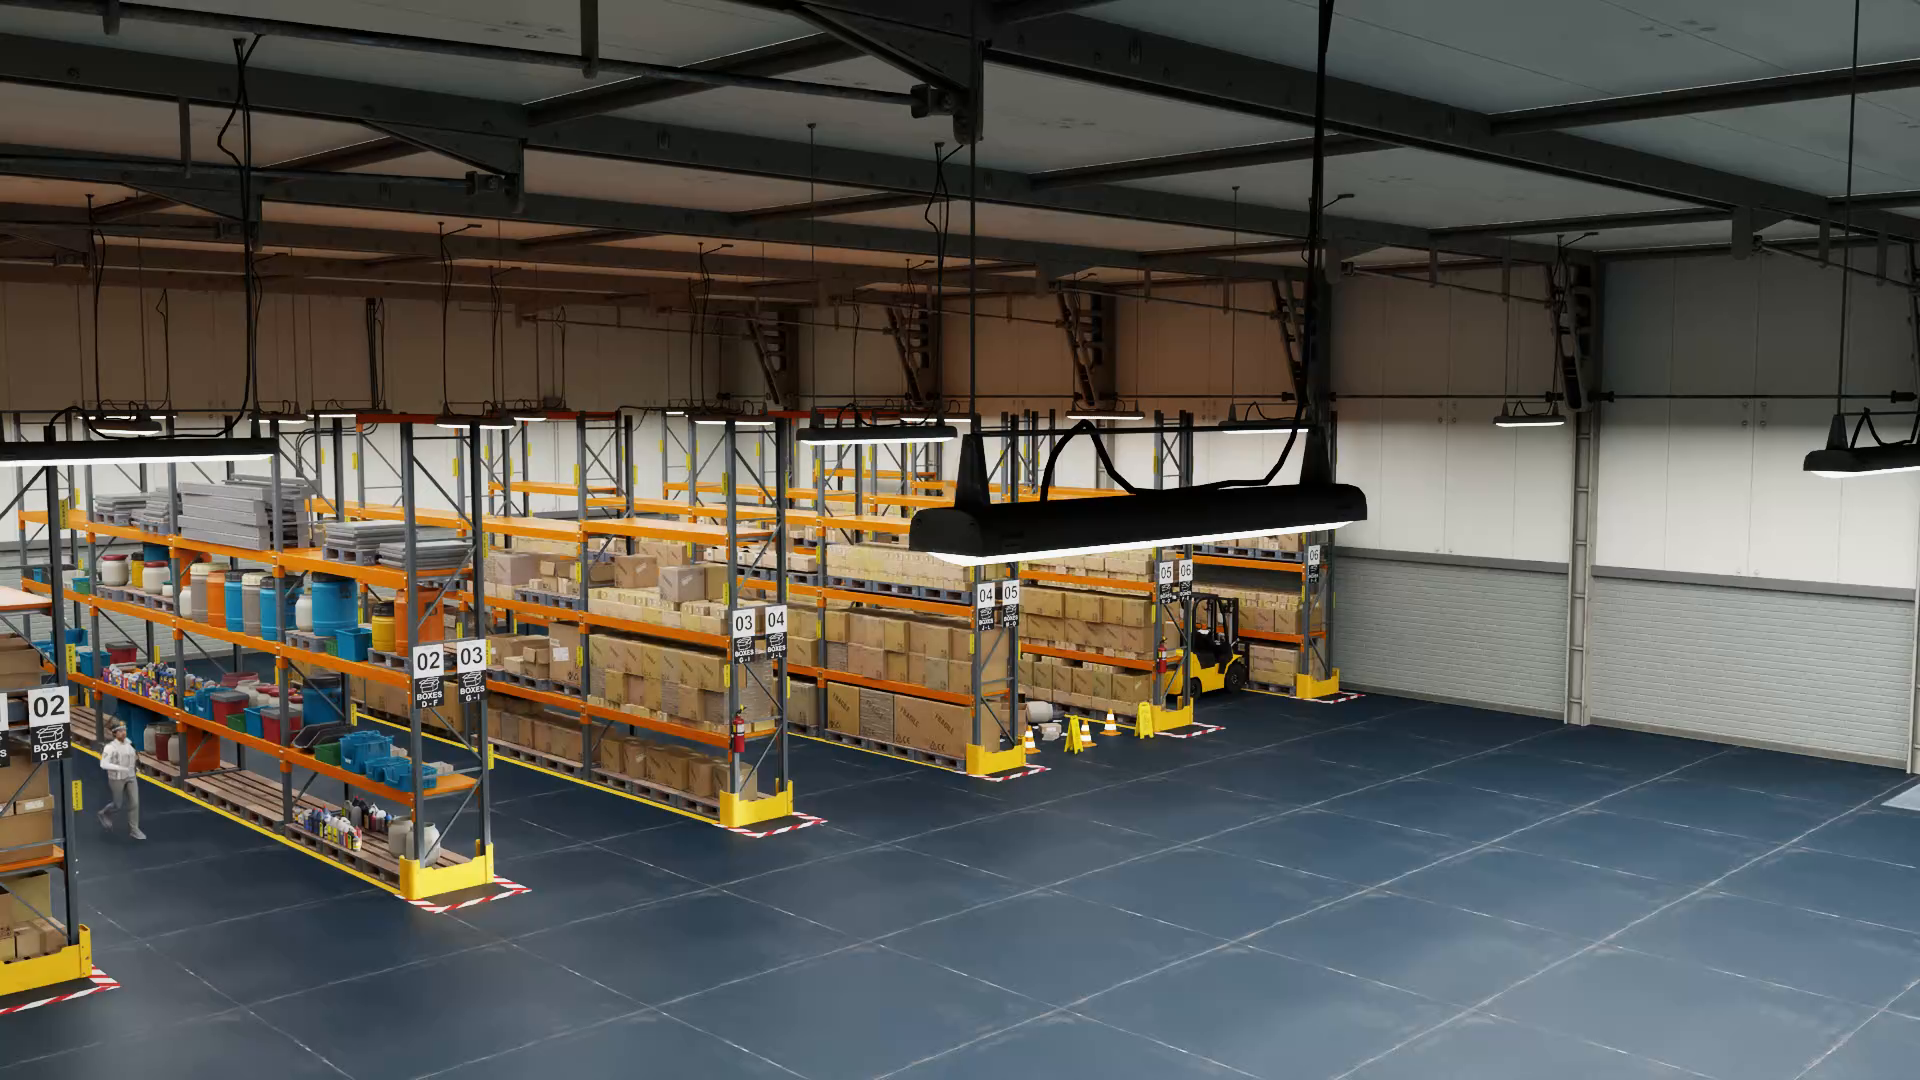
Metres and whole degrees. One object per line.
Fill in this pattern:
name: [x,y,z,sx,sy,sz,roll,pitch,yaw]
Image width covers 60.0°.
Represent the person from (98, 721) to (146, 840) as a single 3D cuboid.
person: [-12.005,3.419,23.812,0.896,1.693,0.618,3,6,28]
